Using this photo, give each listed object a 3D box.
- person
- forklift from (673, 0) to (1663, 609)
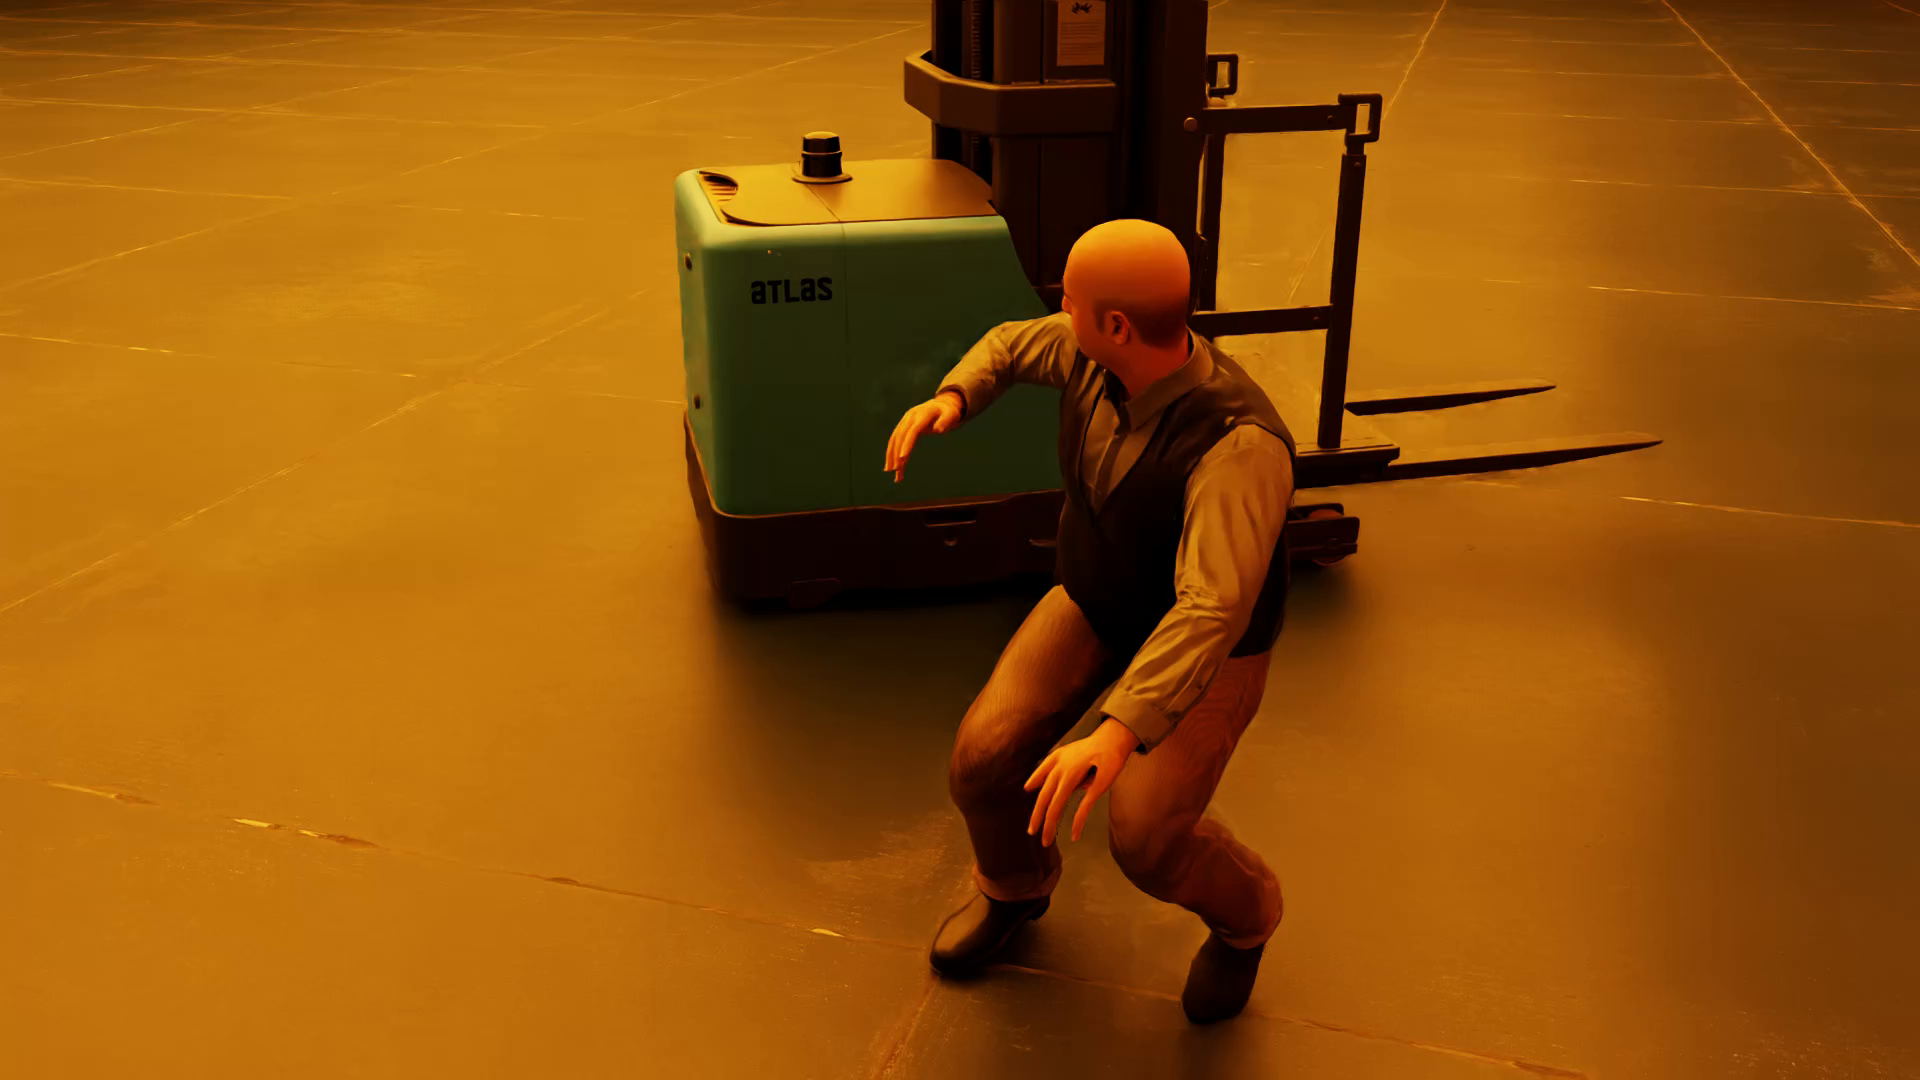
[{"bbox_3d":[0.202,0.179,2.821,0.782,1.464,0.916,19,29,39],"label":"person"},{"bbox_3d":[0.695,-1.450,4.793,3.031,2.935,1.130,-5,23,-13],"label":"forklift"}]
